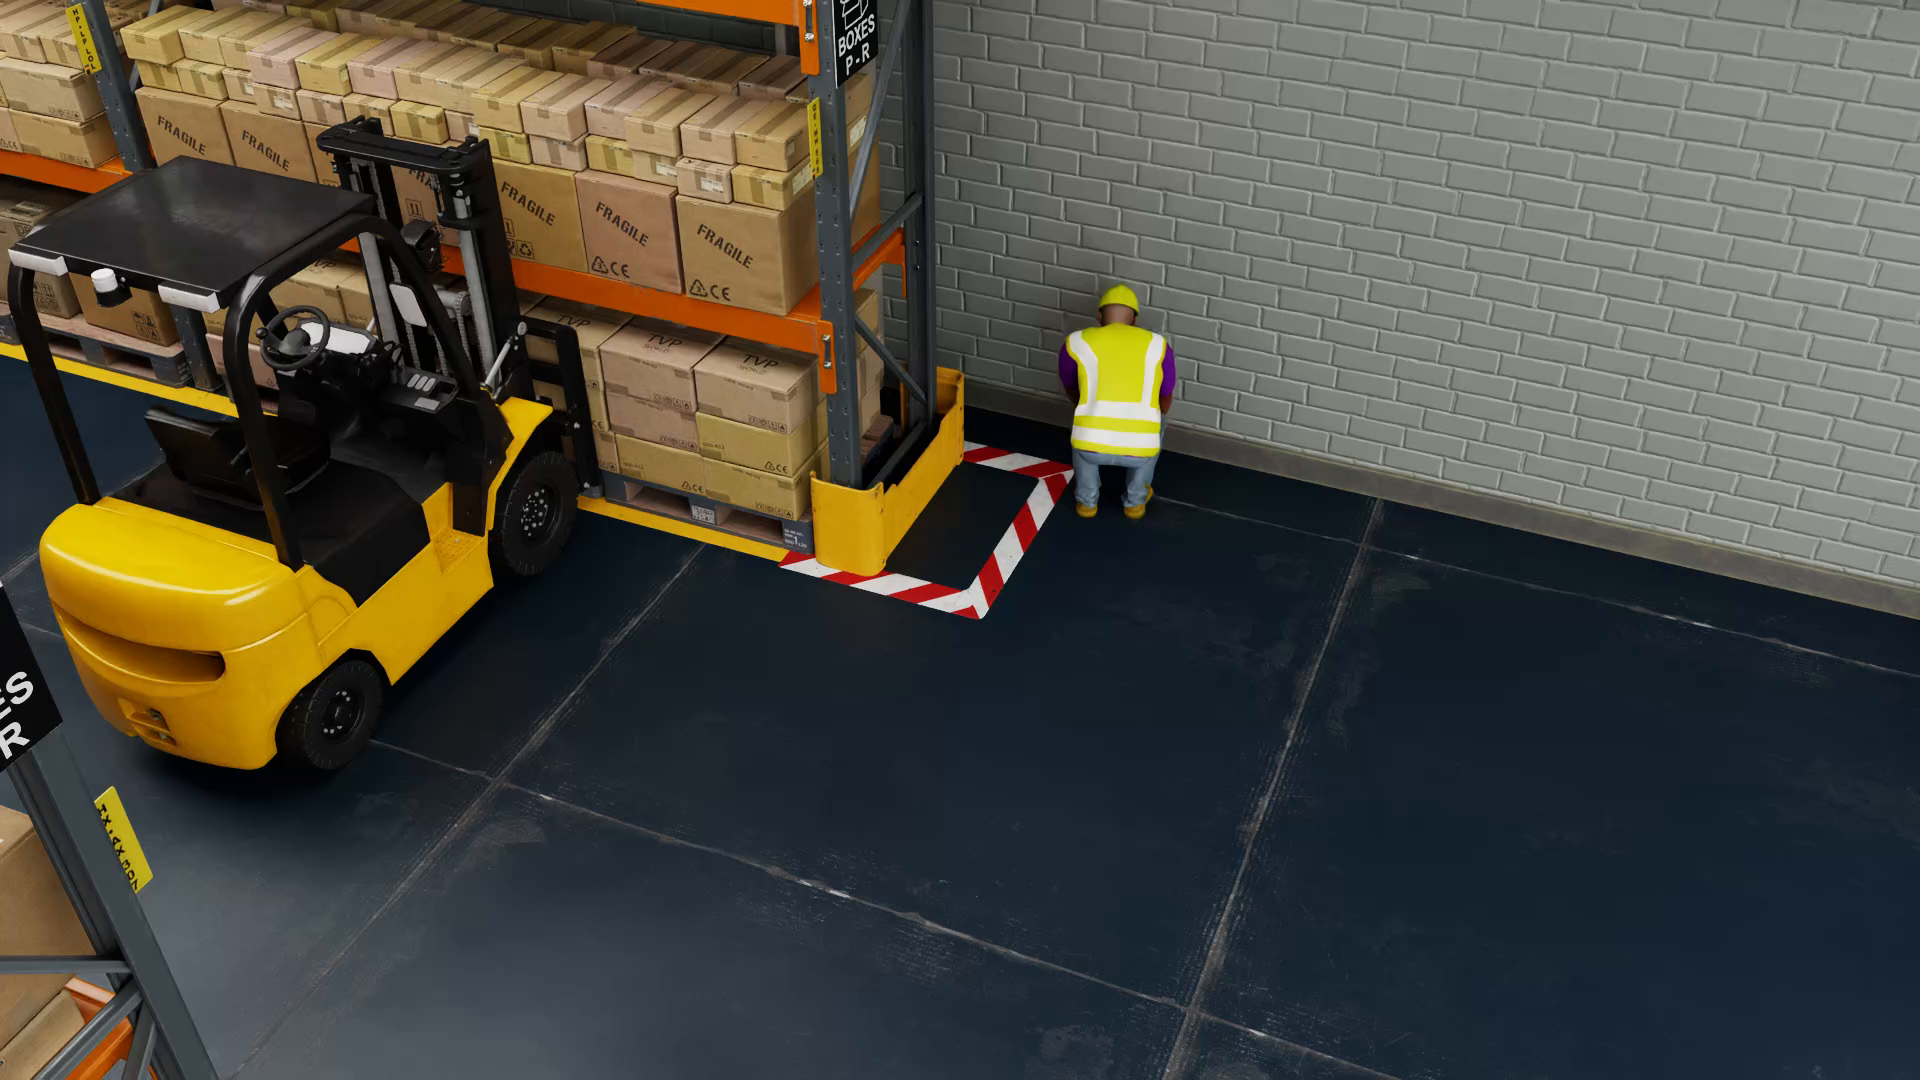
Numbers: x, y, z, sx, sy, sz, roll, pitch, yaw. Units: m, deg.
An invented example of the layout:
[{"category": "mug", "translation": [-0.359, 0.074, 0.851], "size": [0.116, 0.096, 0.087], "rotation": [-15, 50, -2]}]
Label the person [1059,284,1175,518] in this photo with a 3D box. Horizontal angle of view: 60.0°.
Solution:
[{"category": "person", "translation": [0.760, -0.662, 8.285], "size": [0.582, 1.027, 0.888], "rotation": [7, 38, 9]}]
